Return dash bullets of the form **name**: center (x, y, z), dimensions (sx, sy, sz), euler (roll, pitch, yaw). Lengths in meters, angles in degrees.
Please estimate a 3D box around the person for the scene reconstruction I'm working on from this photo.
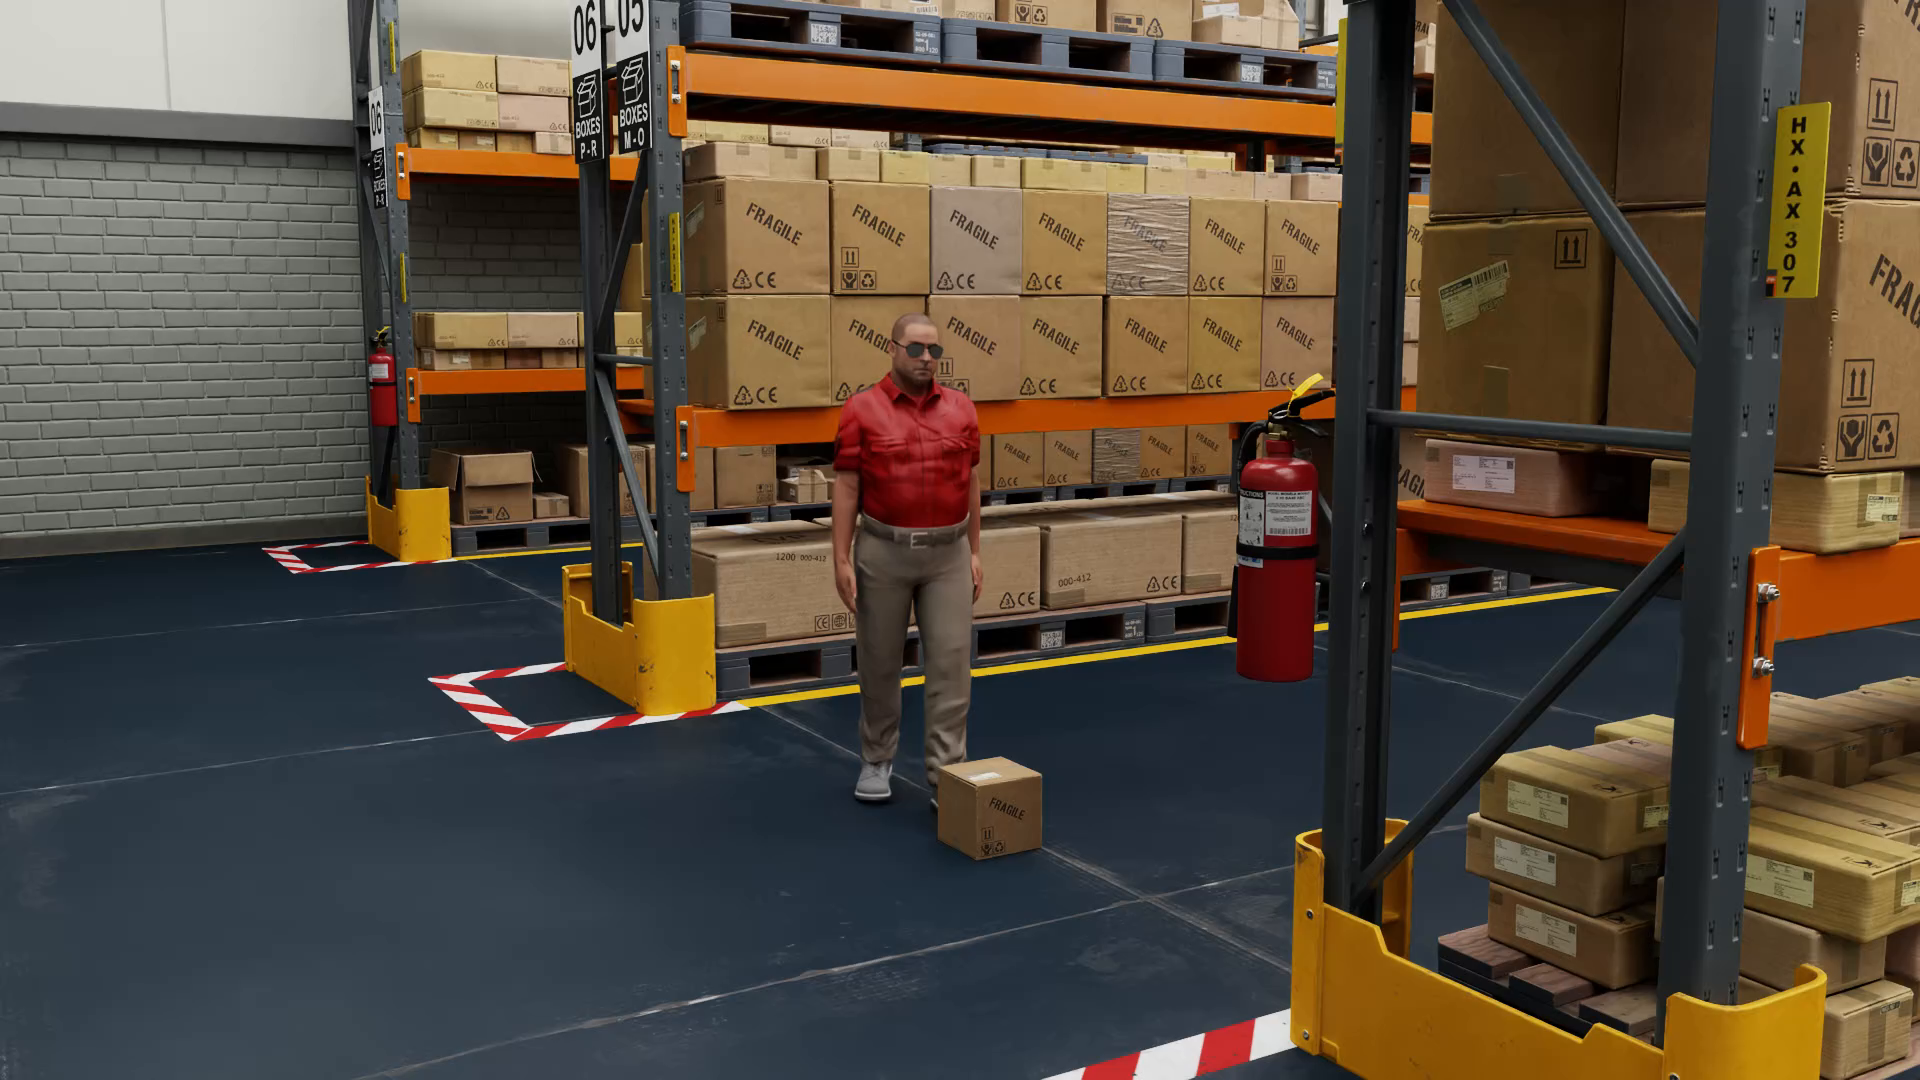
- **person**: center (-0.170, 0.080, 5.777), dimensions (0.561, 1.727, 0.633), euler (-2, 8, -16)
